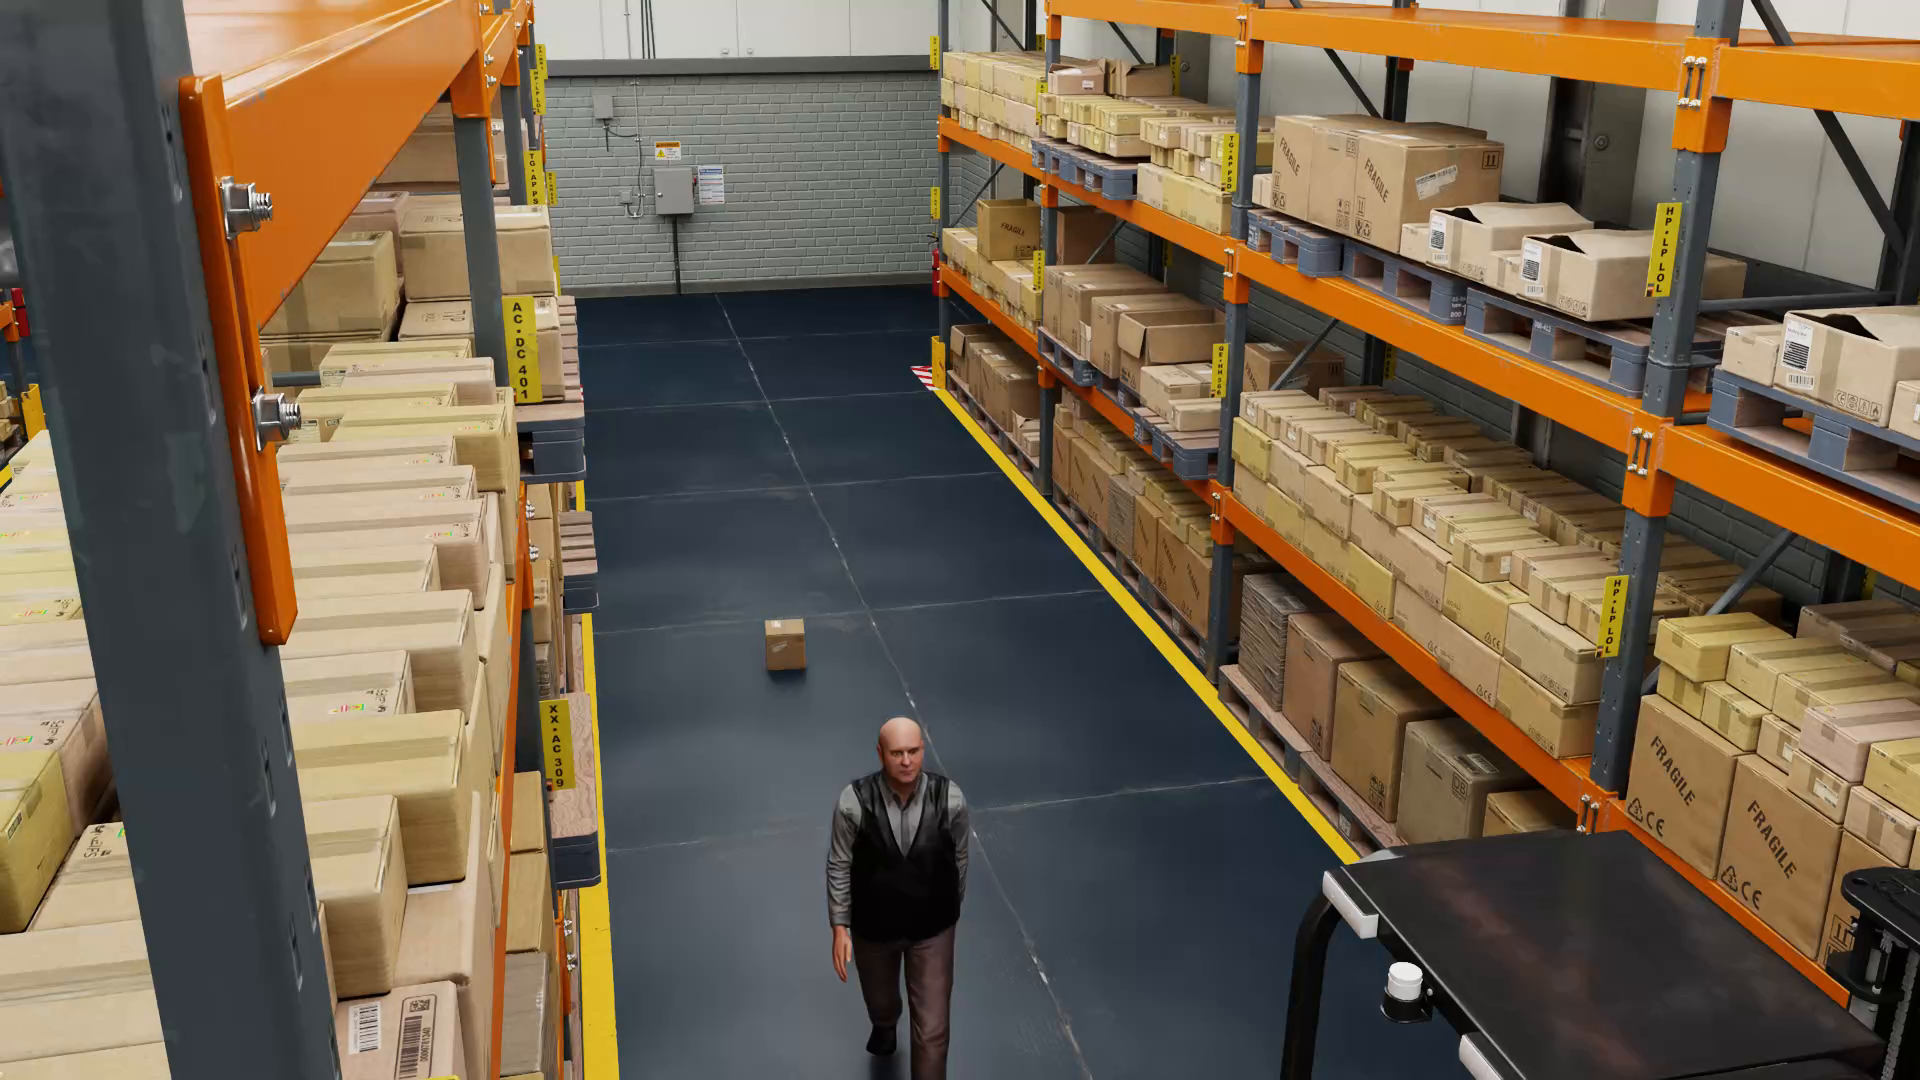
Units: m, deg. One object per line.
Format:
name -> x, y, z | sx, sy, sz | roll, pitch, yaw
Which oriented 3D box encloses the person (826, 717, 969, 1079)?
person -> -0.235, 1.484, 6.417 | 0.551, 1.685, 0.993 | -1, 20, -4
